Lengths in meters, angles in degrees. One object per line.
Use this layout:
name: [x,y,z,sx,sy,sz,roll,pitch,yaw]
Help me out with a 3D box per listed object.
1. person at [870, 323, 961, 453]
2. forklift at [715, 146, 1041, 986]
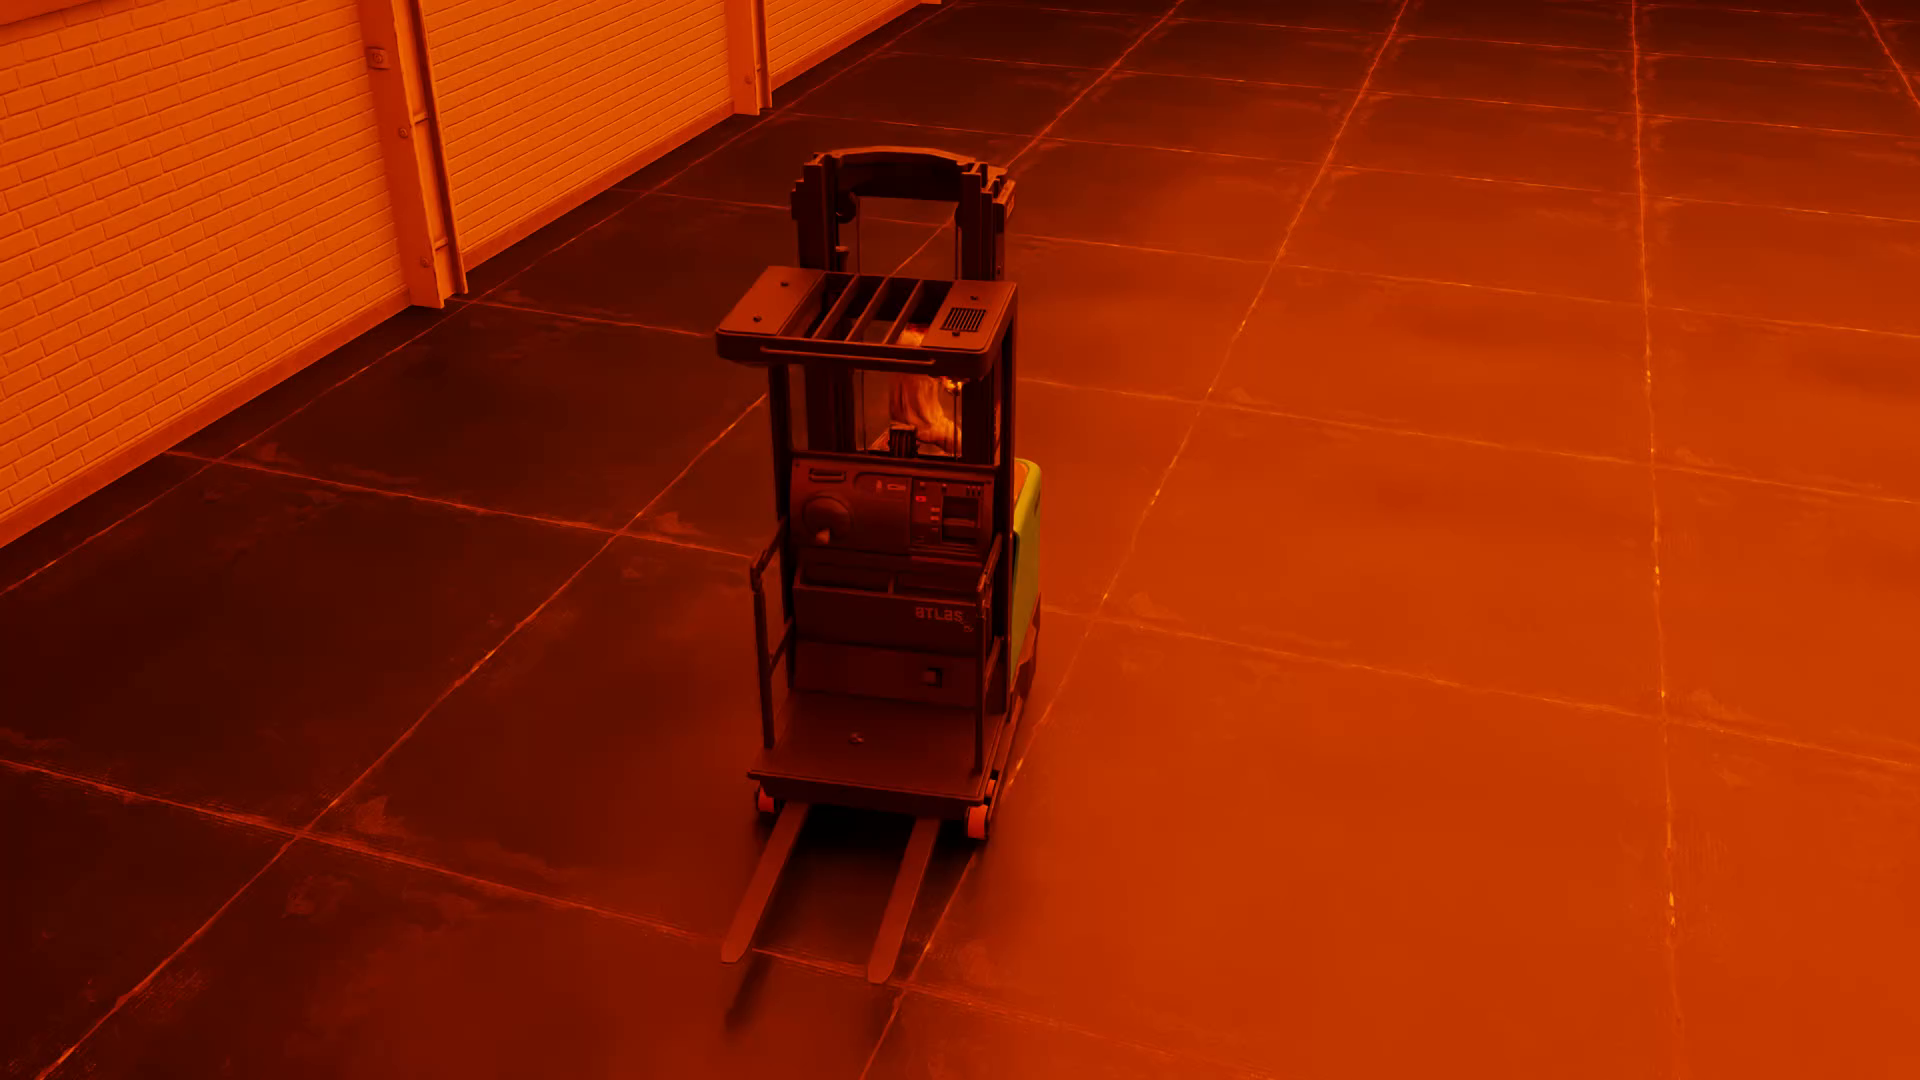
person: [-0.189,-0.844,10.173,0.748,1.389,1.155,-21,36,-32]
forklift: [-0.347,-0.091,7.296,1.130,2.935,3.031,5,30,9]
